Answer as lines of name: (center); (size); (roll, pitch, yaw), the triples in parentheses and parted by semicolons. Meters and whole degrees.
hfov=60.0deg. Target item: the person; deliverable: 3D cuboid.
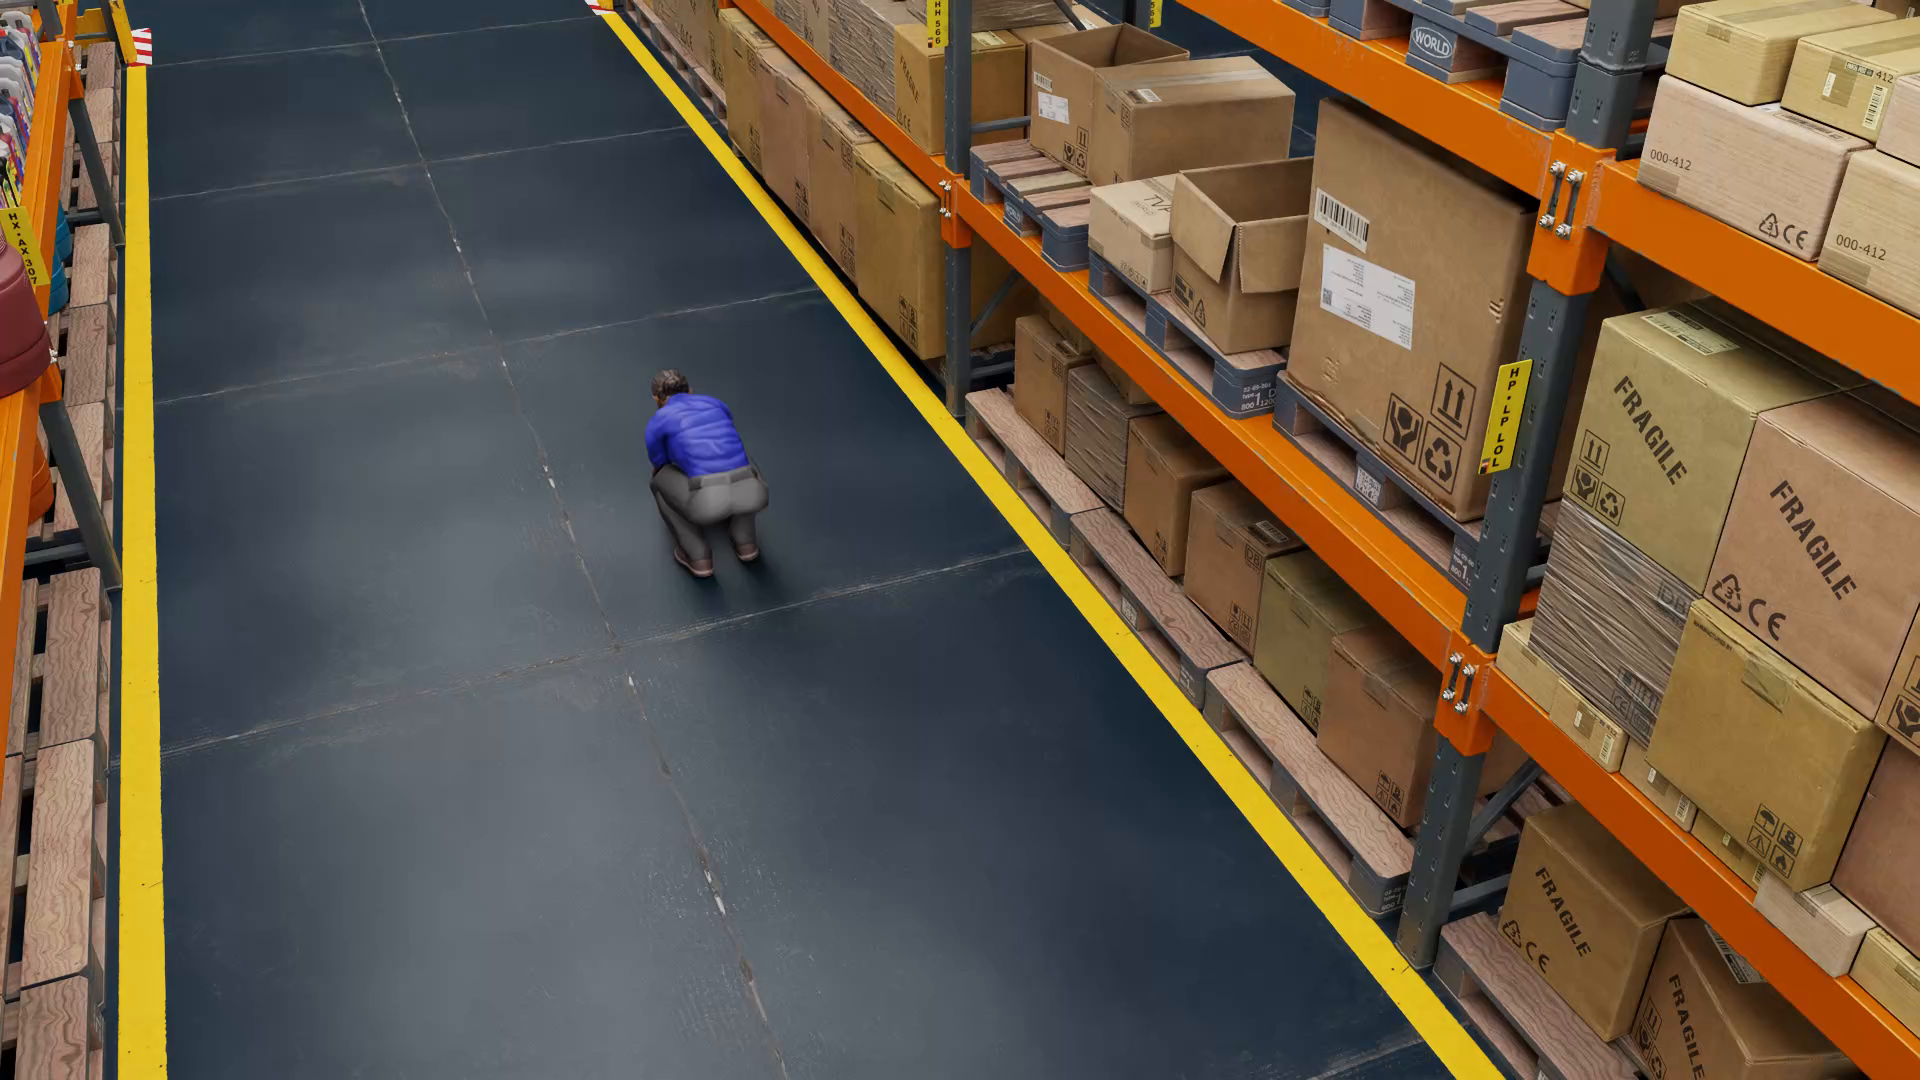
person: (-1.149, -0.282, 7.453); (0.461, 0.799, 0.841); (-14, 36, -20)
